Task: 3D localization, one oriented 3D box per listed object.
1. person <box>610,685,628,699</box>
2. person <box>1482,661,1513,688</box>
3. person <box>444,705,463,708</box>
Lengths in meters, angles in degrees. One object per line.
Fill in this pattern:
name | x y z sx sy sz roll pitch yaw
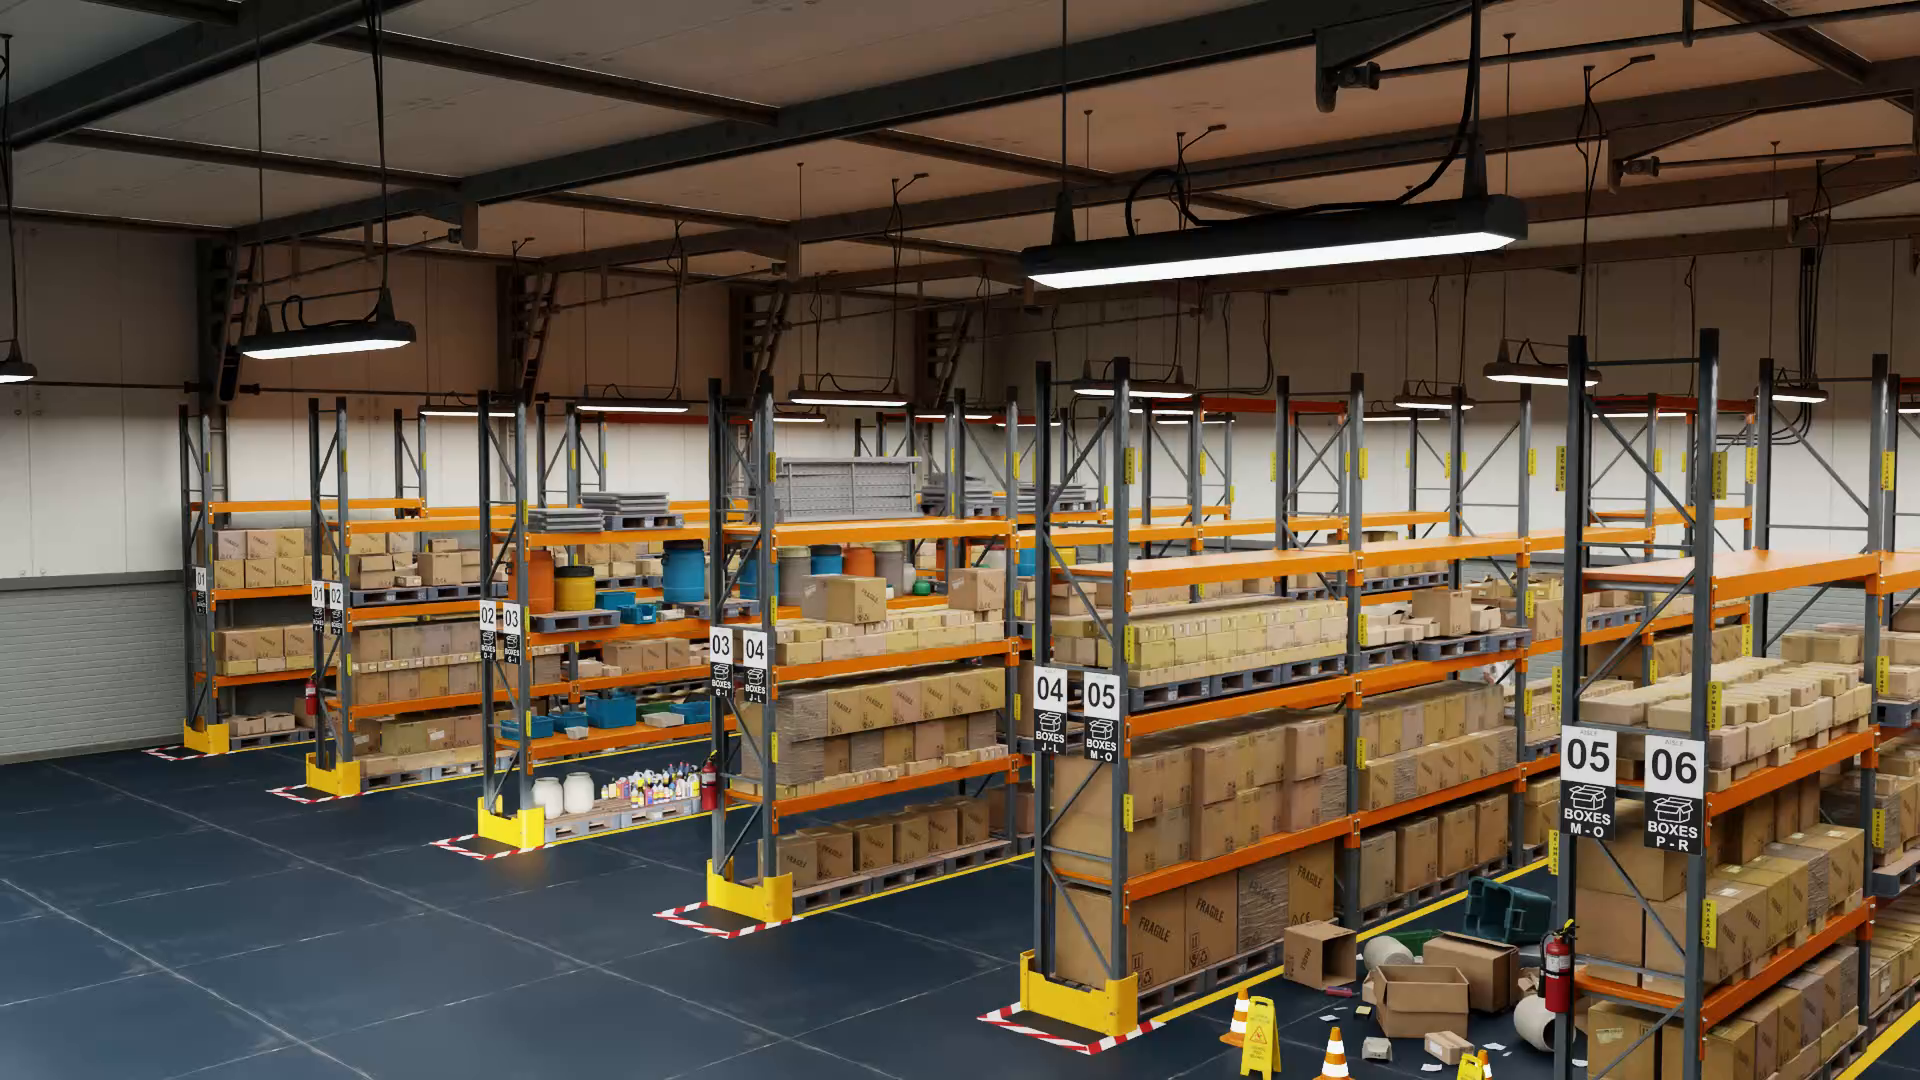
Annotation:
person | -6.421 2.773 31.772 0.526 1.446 0.820 2 4 37
person | 9.810 2.715 30.107 0.734 1.748 0.558 -2 4 -33
person | -8.756 2.923 28.607 0.641 1.491 0.749 1 3 24
